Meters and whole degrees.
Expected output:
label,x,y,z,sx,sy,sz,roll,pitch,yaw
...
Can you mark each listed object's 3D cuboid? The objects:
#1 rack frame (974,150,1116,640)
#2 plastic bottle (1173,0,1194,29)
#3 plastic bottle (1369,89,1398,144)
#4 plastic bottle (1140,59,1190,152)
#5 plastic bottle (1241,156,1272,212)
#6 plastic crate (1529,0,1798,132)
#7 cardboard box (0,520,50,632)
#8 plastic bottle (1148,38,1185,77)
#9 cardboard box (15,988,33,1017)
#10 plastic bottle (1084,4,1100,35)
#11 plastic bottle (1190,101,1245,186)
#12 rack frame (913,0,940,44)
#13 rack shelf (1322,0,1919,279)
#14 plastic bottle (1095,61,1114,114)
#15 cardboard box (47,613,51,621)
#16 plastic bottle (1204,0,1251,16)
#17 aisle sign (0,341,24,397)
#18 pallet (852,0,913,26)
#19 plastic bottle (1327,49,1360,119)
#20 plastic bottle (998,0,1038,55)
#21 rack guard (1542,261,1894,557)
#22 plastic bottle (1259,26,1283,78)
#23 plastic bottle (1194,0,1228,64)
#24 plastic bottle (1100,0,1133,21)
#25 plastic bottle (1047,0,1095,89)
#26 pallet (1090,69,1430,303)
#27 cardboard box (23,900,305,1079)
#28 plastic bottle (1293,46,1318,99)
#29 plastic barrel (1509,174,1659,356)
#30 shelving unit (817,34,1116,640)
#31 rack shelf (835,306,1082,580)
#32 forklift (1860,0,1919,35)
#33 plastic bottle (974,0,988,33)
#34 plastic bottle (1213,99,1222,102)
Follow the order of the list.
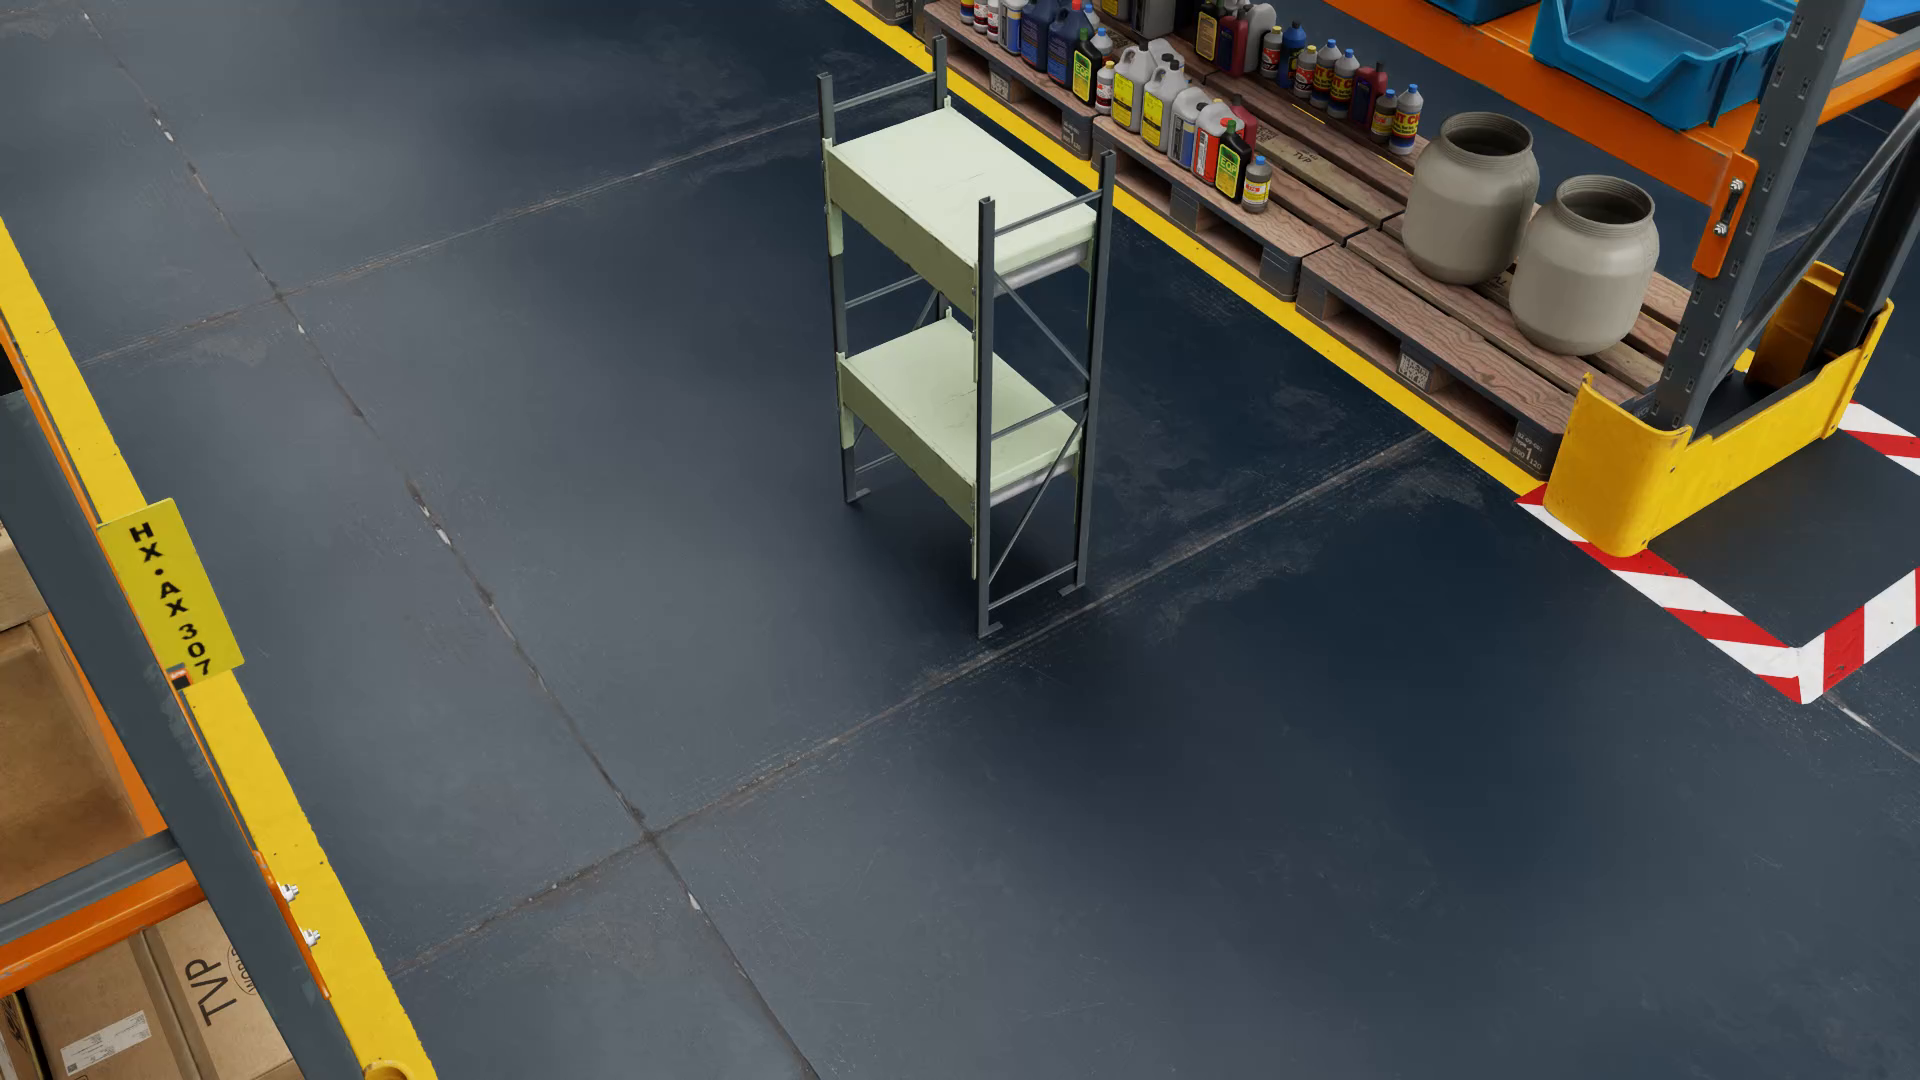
label,x,y,z,sx,sy,sz,roll,pitch,yaw
rack frame,0.213,-0.331,4.511,0.400,1.500,0.023,-26,49,-24
plastic bottle,0.941,-2.423,7.215,0.144,0.351,0.185,-28,50,-26
plastic bottle,1.674,-1.671,6.537,0.097,0.201,0.097,0,44,0
plastic bottle,0.806,-1.708,6.467,0.144,0.351,0.185,-24,49,-23
plastic bottle,1.105,-1.330,6.179,0.097,0.201,0.097,0,44,0
plastic crate,1.983,-1.427,4.681,0.499,0.251,0.616,-26,49,-24
cardboard box,-1.598,0.061,2.472,0.380,0.149,0.250,-26,49,-25
plastic bottle,0.807,-1.859,6.679,0.152,0.276,0.135,-26,49,-24
cardboard box,-2.395,1.016,3.701,0.500,0.250,0.500,-26,49,-24
plastic bottle,0.530,-2.098,6.933,0.097,0.271,0.097,0,44,0
plastic bottle,0.983,-1.510,6.314,0.152,0.276,0.135,-25,49,-24
rack frame,0.227,-3.581,6.829,1.000,3.000,0.127,-26,49,-24
rack shelf,1.371,-2.188,5.891,1.077,0.370,4.000,-26,49,-24
plastic bottle,0.599,-1.831,6.703,0.097,0.201,0.097,0,44,0
cardboard box,-2.111,0.038,2.966,0.700,0.500,0.500,-24,49,-23
plastic bottle,1.126,-2.240,7.024,0.144,0.351,0.185,-26,49,-25
aisle sign,-1.261,-0.385,1.599,0.394,0.787,0.004,-26,49,-24
pallet,-0.254,-3.002,8.242,1.003,0.211,1.213,-26,49,-24
plastic bottle,1.538,-1.832,6.654,0.097,0.271,0.097,0,44,0
plastic bottle,0.257,-2.229,7.067,0.152,0.276,0.135,-24,49,-23
rack guard,2.433,-0.436,5.345,1.175,0.500,0.348,-26,49,-24
plastic bottle,1.306,-2.036,6.919,0.097,0.201,0.097,0,44,0
plastic bottle,1.057,-2.160,6.989,0.061,0.283,0.133,-26,49,-24
plastic bottle,0.713,-2.475,7.270,0.144,0.351,0.185,-26,49,-24
plastic bottle,0.456,-2.054,6.829,0.144,0.351,0.185,-28,50,-26
pallet,1.279,-1.484,6.652,1.003,0.211,1.213,-26,49,-24
cardboard box,-1.674,1.090,3.623,0.500,0.250,0.500,-26,49,-24
plastic bottle,1.424,-1.920,6.797,0.097,0.201,0.097,0,44,0
plastic barrel,2.076,-0.911,5.529,0.421,0.512,0.421,0,44,0
shelving unit,0.004,-0.539,4.728,0.431,1.500,0.755,-26,49,-24
rack shelf,0.004,-0.303,4.953,0.431,0.370,0.720,-26,49,-24
forklift,3.161,-3.947,7.262,1.130,2.935,3.031,-18,47,-18
plastic bottle,0.108,-2.317,7.213,0.097,0.201,0.097,0,44,0
plastic bottle,0.996,-1.622,6.485,0.097,0.201,0.097,0,44,0
